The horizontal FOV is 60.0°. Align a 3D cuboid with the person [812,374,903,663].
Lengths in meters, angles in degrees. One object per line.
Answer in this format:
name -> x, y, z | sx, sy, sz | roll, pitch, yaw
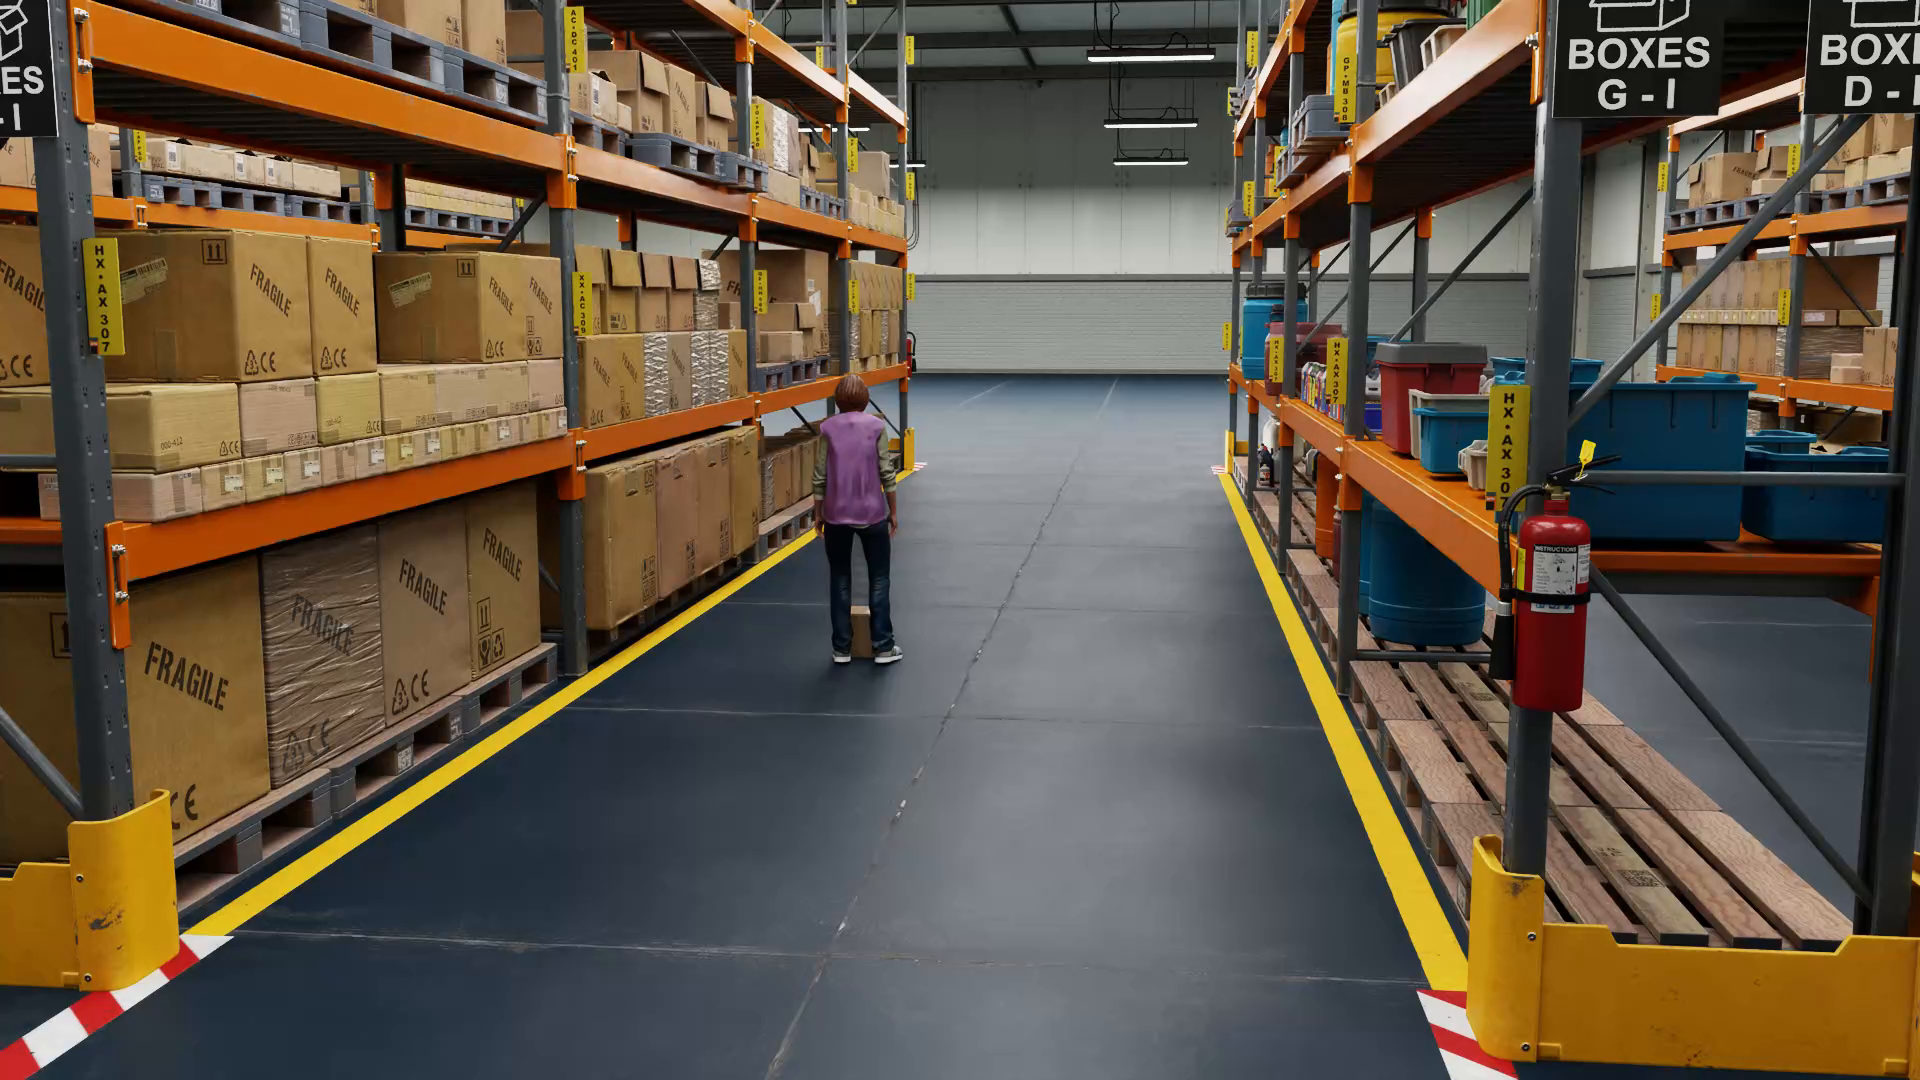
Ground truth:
person -> -0.569, -0.111, 9.155 | 0.485, 1.593, 0.342 | 0, 8, 3
